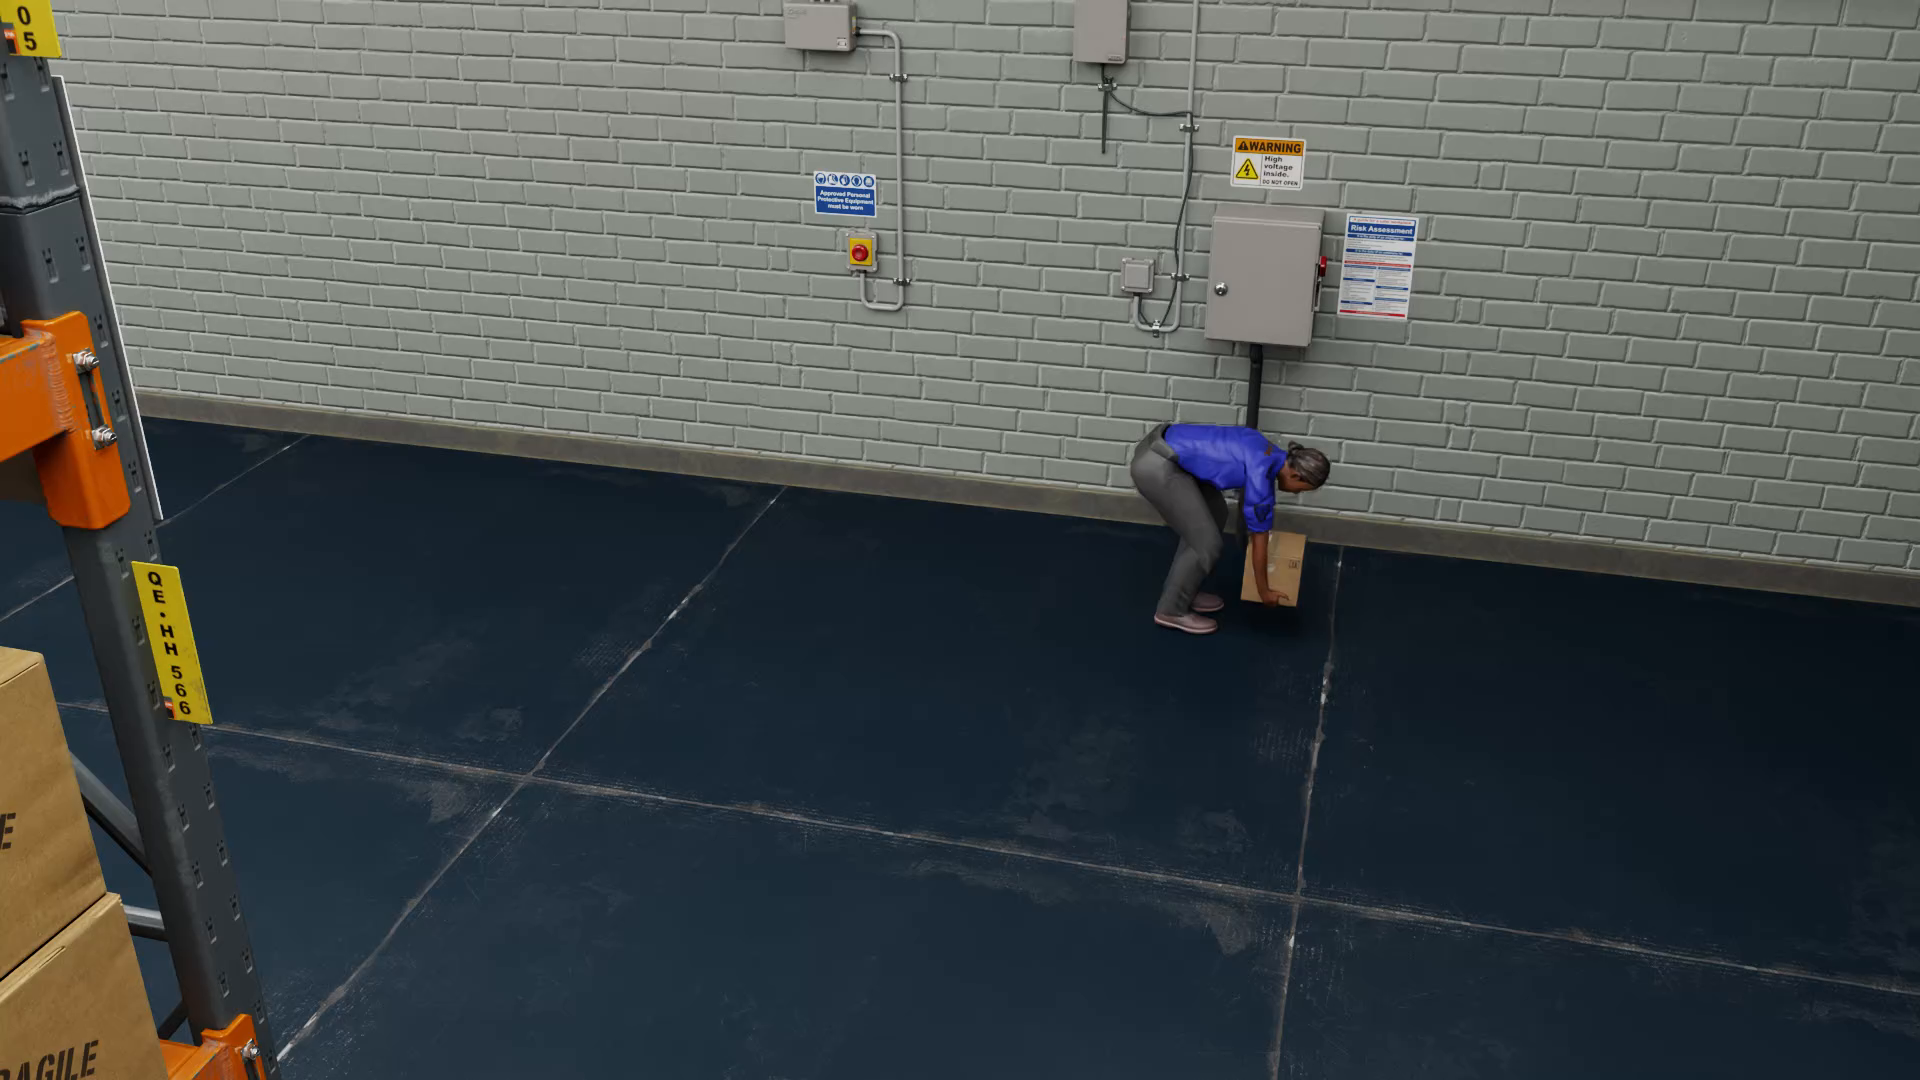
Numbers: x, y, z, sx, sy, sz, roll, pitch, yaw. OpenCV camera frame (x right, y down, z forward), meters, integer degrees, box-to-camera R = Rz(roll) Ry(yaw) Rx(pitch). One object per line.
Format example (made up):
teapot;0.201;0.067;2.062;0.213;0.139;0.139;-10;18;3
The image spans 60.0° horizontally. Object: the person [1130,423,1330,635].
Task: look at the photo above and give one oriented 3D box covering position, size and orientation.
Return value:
person;1.204;-0.056;7.554;0.876;0.955;0.427;5;26;11
